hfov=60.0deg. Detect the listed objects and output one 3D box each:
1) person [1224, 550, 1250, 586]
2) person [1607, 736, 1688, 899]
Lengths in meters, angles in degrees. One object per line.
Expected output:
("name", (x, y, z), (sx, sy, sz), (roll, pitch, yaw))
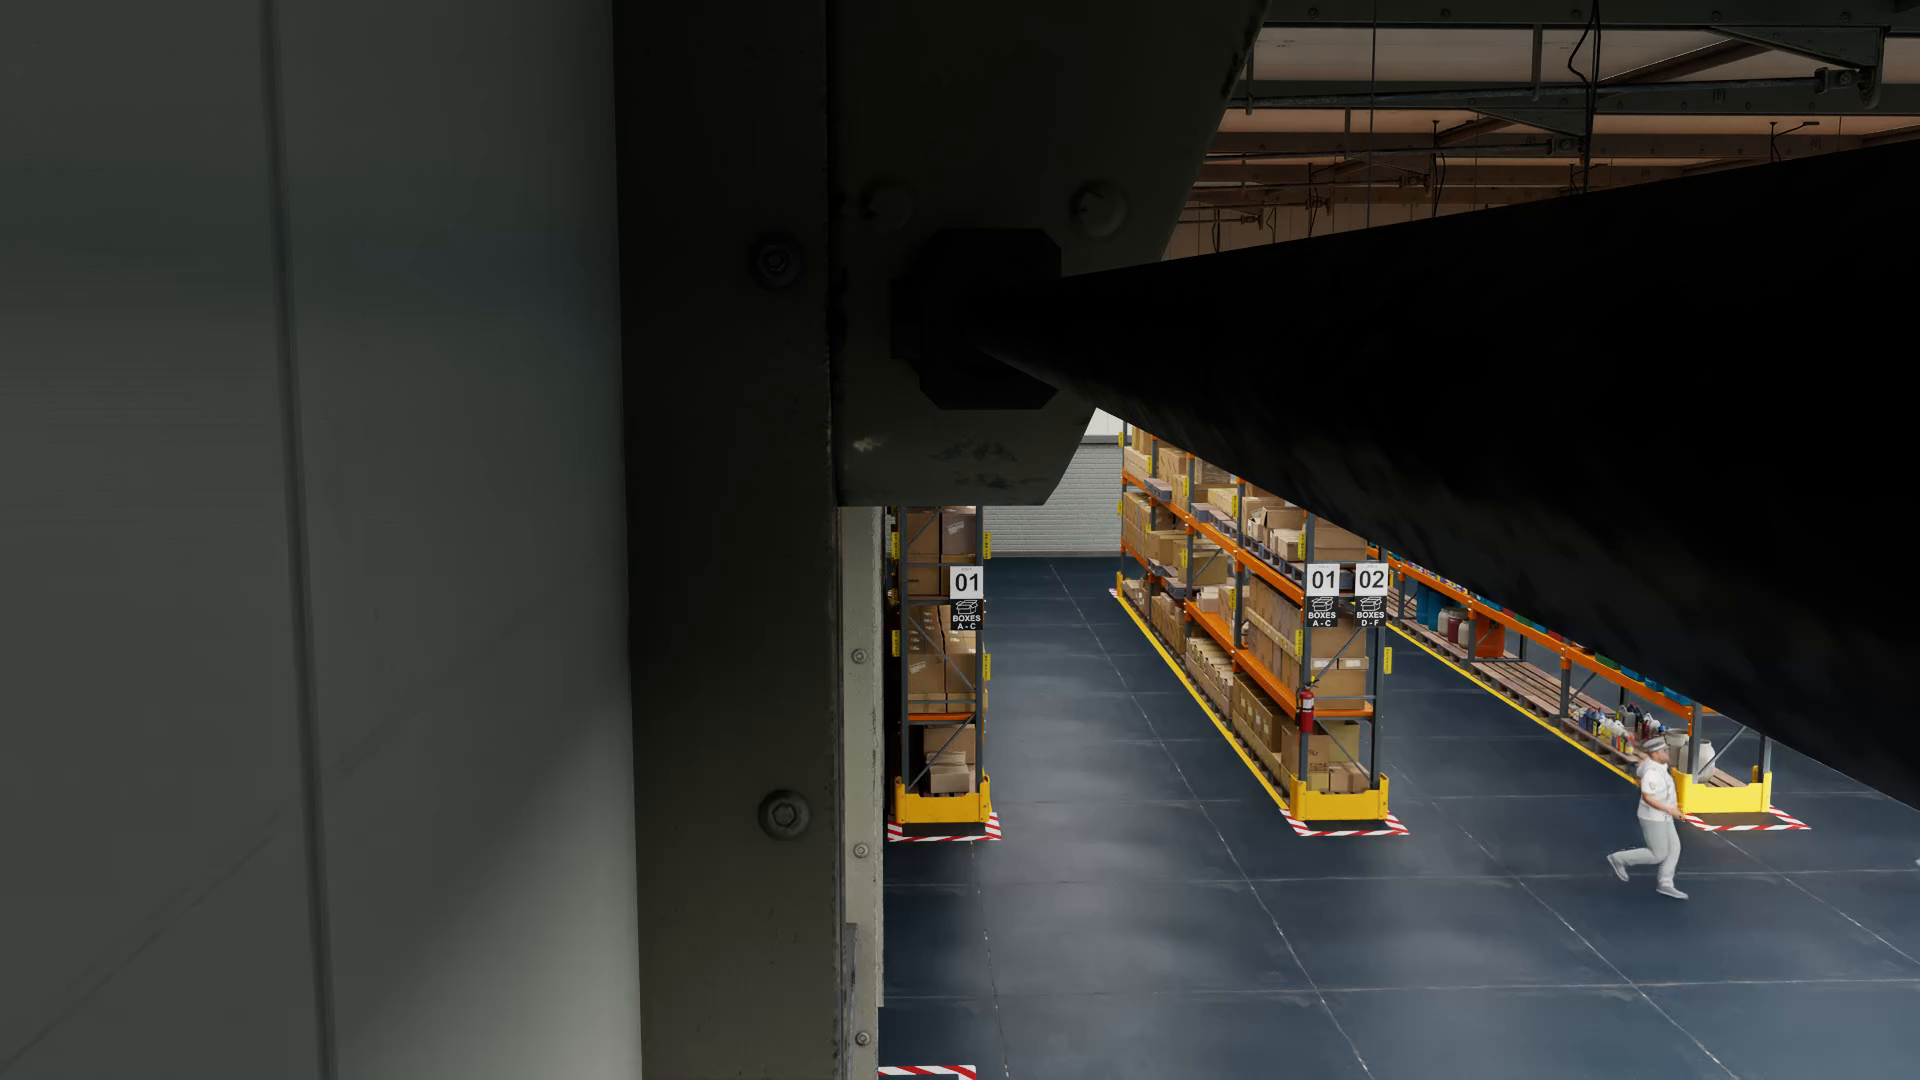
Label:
("person", (5.925, 0.453, 35.823), (0.757, 1.736, 0.668), (-2, 8, -13))
("person", (7.462, 2.973, 17.944), (0.829, 1.771, 0.673), (4, 9, 25))
